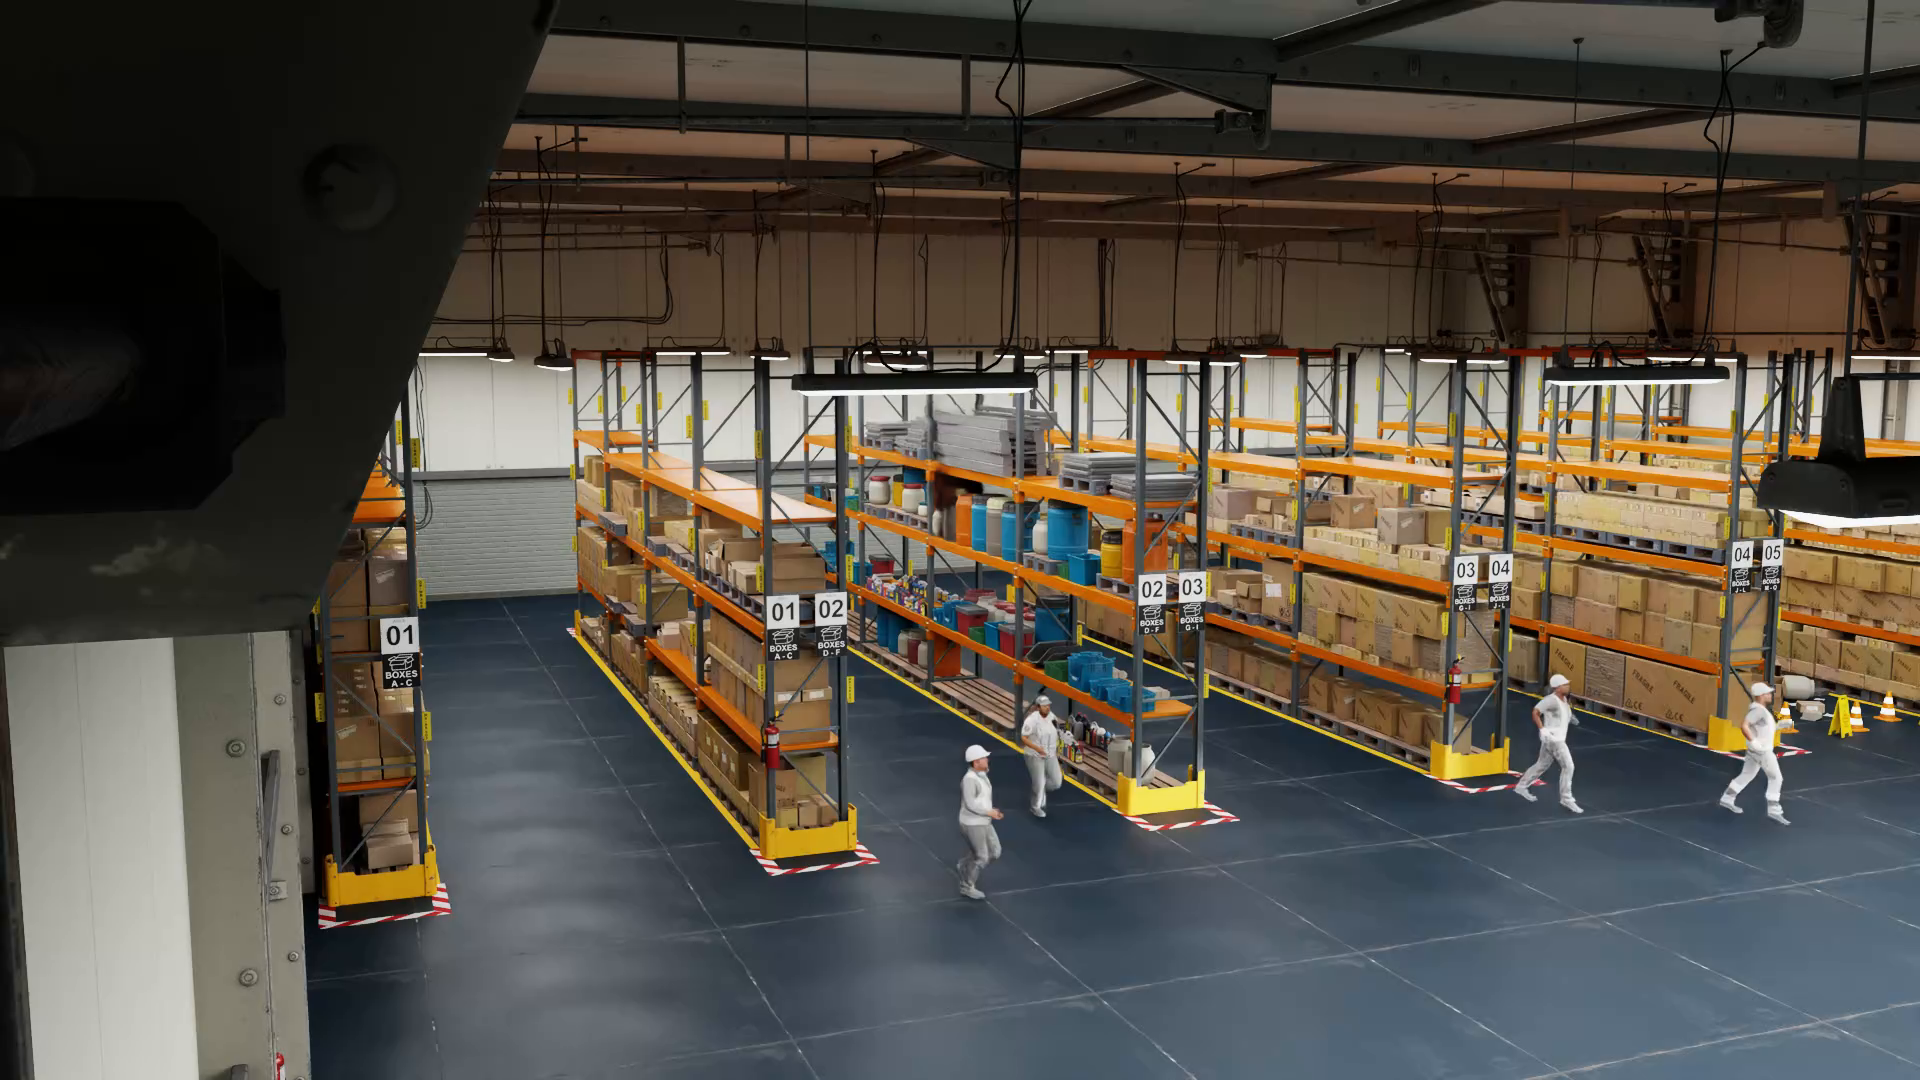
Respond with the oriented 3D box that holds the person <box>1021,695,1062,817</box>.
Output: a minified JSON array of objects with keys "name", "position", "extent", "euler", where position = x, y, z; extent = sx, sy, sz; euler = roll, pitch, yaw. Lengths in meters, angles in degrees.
[{"name":"person","position":[1.094,2.834,21.849],"extent":[0.618,1.623,0.560],"euler":[-4,8,-29]}]

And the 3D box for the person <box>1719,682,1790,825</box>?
[{"name":"person","position":[10.361,2.753,21.575],"extent":[0.820,1.835,0.634],"euler":[2,7,14]}]

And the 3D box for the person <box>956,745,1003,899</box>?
[{"name":"person","position":[0.225,3.157,18.724],"extent":[0.590,1.743,0.693],"euler":[2,7,14]}]

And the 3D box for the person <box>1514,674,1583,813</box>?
[{"name":"person","position":[7.893,2.678,22.202],"extent":[0.885,1.810,0.666],"euler":[3,8,22]}]
